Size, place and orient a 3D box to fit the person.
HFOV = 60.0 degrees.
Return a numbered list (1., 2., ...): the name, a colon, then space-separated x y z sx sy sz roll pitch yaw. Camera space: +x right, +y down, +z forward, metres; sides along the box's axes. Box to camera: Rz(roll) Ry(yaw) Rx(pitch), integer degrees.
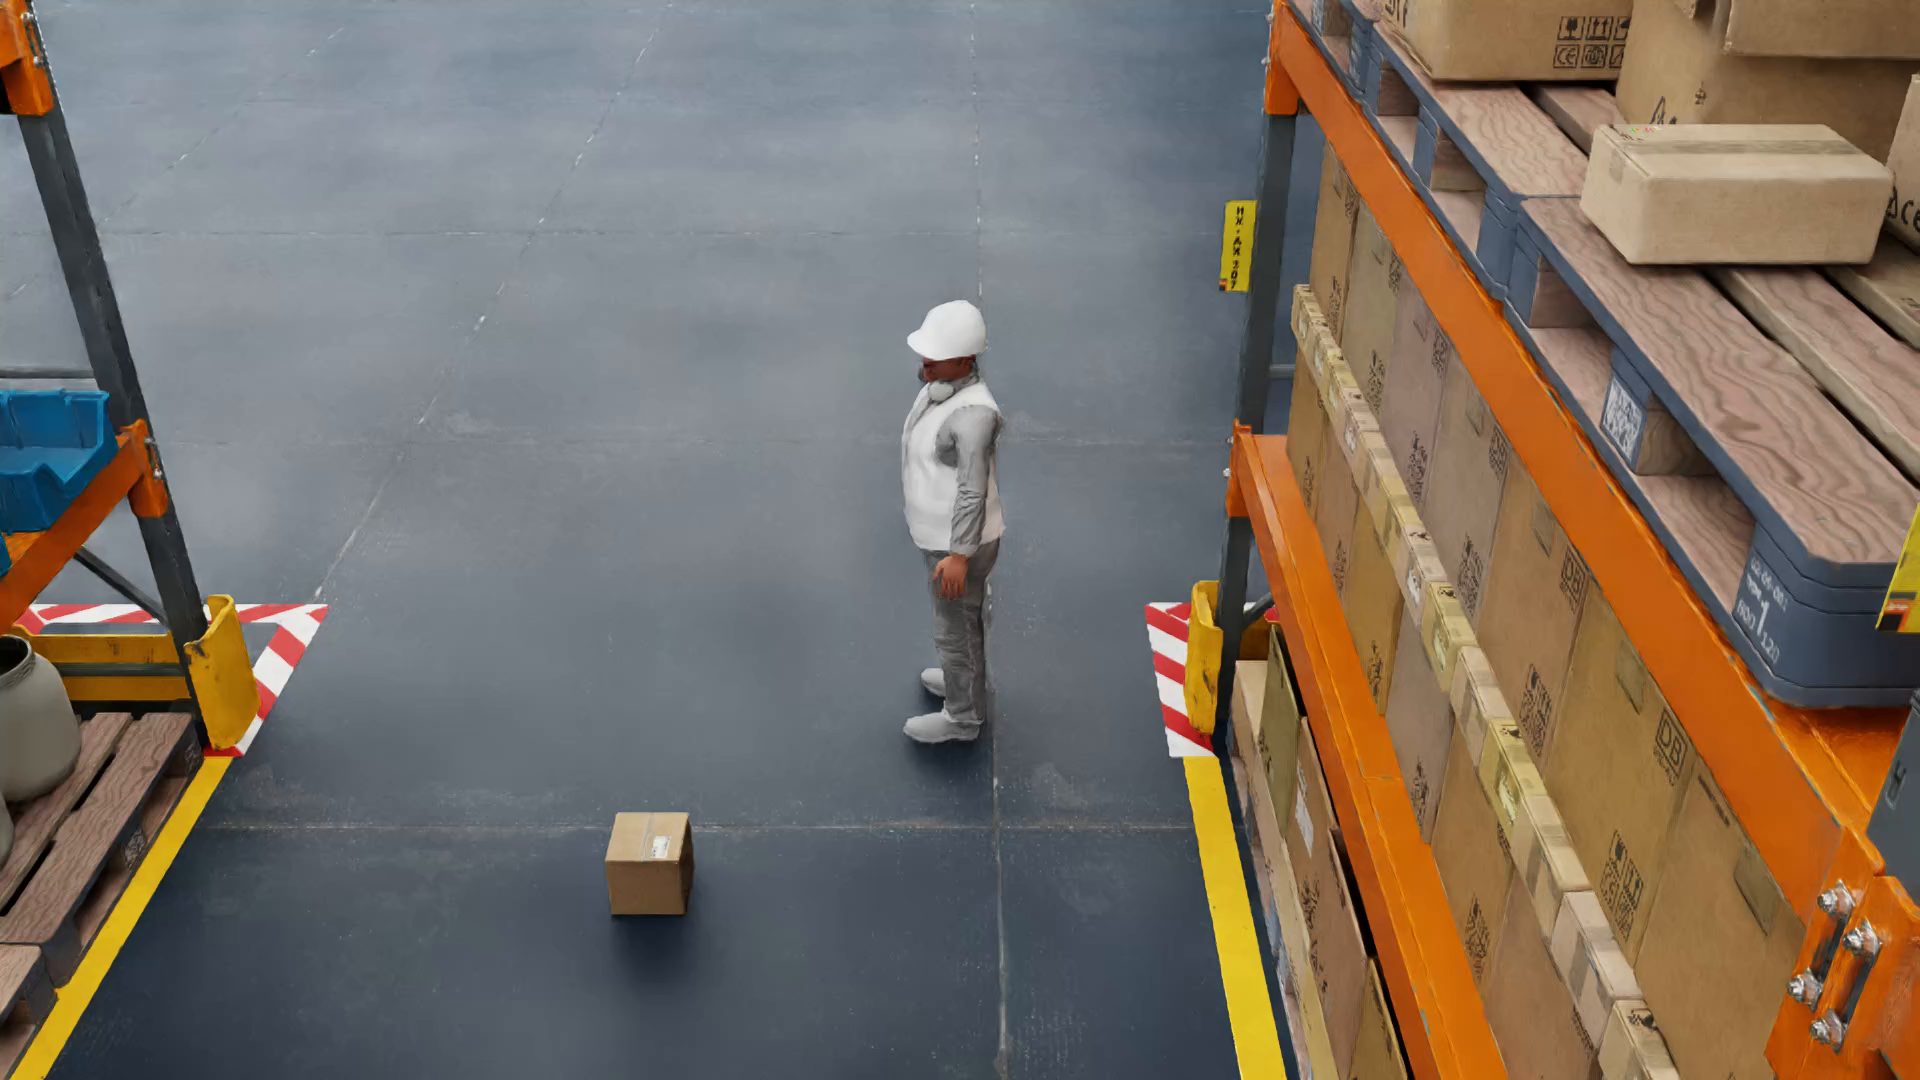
1. person: -0.045 -0.052 6.145 0.383 1.784 0.591 -5 32 -7
